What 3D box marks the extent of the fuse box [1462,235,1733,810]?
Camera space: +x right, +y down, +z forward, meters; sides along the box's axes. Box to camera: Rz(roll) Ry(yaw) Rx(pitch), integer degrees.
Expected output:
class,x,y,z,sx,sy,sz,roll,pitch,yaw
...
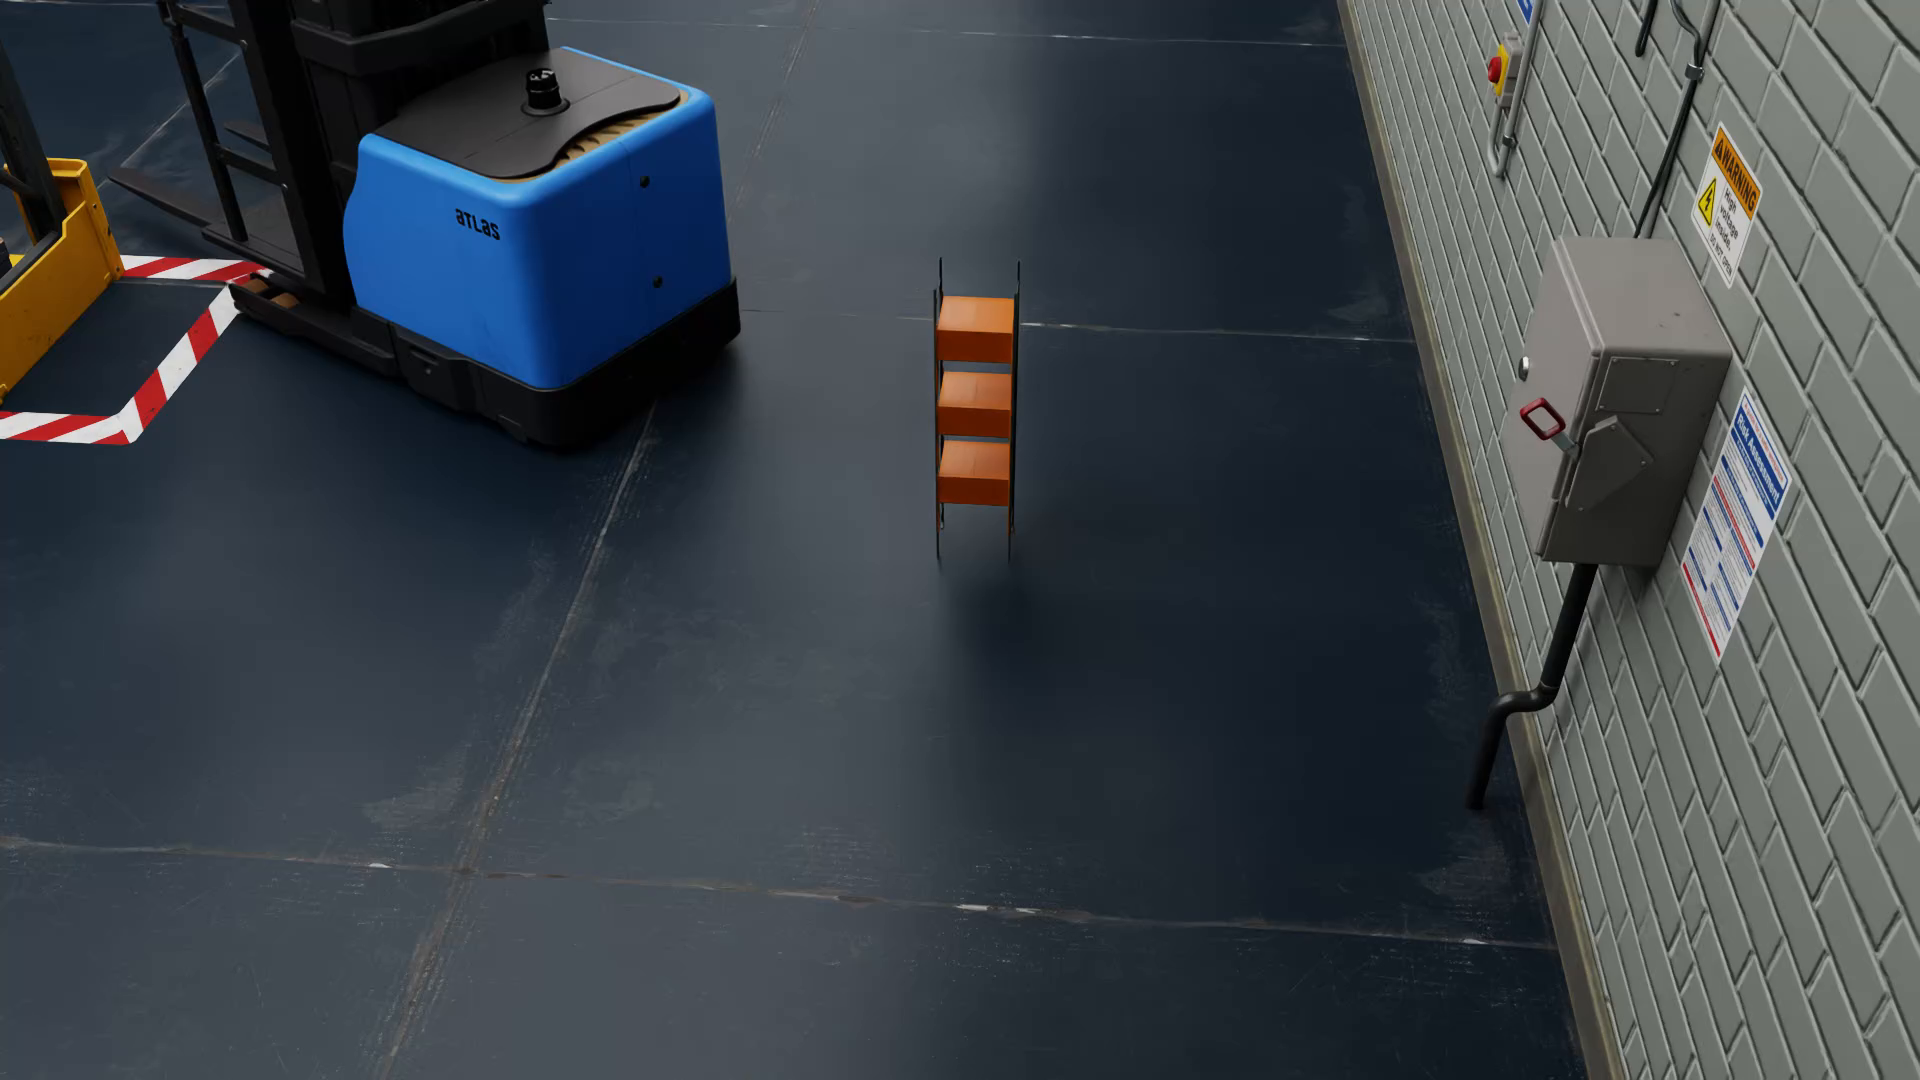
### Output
class,x,y,z,sx,sy,sz,roll,pitch,yaw
fuse box,1.453,0.112,4.257,0.414,1.711,0.539,3,39,4

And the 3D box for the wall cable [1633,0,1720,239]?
class,x,y,z,sx,sy,sz,roll,pitch,yaw
wall cable,1.669,-1.202,4.046,0.122,1.984,0.588,3,39,4

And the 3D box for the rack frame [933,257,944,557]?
class,x,y,z,sx,sy,sz,roll,pitch,yaw
rack frame,-0.068,-0.411,5.423,0.008,1.050,0.200,3,39,4

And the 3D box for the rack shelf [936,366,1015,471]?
class,x,y,z,sx,sy,sz,roll,pitch,yaw
rack shelf,0.053,-0.396,5.422,0.240,0.259,0.215,3,39,4

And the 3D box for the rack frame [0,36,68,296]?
class,x,y,z,sx,sy,sz,roll,pitch,yaw
rack frame,-3.840,-1.993,5.823,0.127,3.000,1.000,3,39,4

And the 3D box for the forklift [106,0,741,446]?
class,x,y,z,sx,sy,sz,roll,pitch,yaw
forklift,-2.377,-2.219,6.155,3.031,2.935,1.130,24,45,27

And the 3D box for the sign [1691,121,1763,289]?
class,x,y,z,sx,sy,sz,roll,pitch,yaw
sign,1.664,-0.731,3.618,0.001,0.242,0.339,3,39,4

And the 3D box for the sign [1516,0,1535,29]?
class,x,y,z,sx,sy,sz,roll,pitch,yaw
sign,1.845,-1.833,5.411,0.001,0.218,0.327,3,39,4

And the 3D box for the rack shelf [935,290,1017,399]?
class,x,y,z,sx,sy,sz,roll,pitch,yaw
rack shelf,0.053,-0.616,5.243,0.240,0.259,0.215,3,39,4

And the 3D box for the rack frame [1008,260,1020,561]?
class,x,y,z,sx,sy,sz,roll,pitch,yaw
rack frame,0.175,-0.398,5.407,0.008,1.050,0.200,3,39,4

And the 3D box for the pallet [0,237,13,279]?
class,x,y,z,sx,sy,sz,roll,pitch,yaw
pallet,-4.643,-0.906,6.696,1.213,0.211,1.003,3,39,4

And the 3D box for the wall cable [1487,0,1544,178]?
class,x,y,z,sx,sy,sz,roll,pitch,yaw
wall cable,1.780,-2.107,5.133,0.123,1.953,0.585,3,39,4

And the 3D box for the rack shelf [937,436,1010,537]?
class,x,y,z,sx,sy,sz,roll,pitch,yaw
rack shelf,0.053,-0.180,5.597,0.240,0.259,0.215,3,39,4

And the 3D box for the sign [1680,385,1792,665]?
class,x,y,z,sx,sy,sz,roll,pitch,yaw
sign,1.617,-0.029,3.485,0.001,0.494,0.329,3,39,4

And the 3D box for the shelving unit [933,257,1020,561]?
class,x,y,z,sx,sy,sz,roll,pitch,yaw
shelving unit,0.053,-0.404,5.415,0.252,1.050,0.215,3,39,4

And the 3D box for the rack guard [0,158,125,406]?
class,x,y,z,sx,sy,sz,roll,pitch,yaw
rack guard,-3.816,-1.023,6.610,0.348,0.500,1.175,3,39,4
